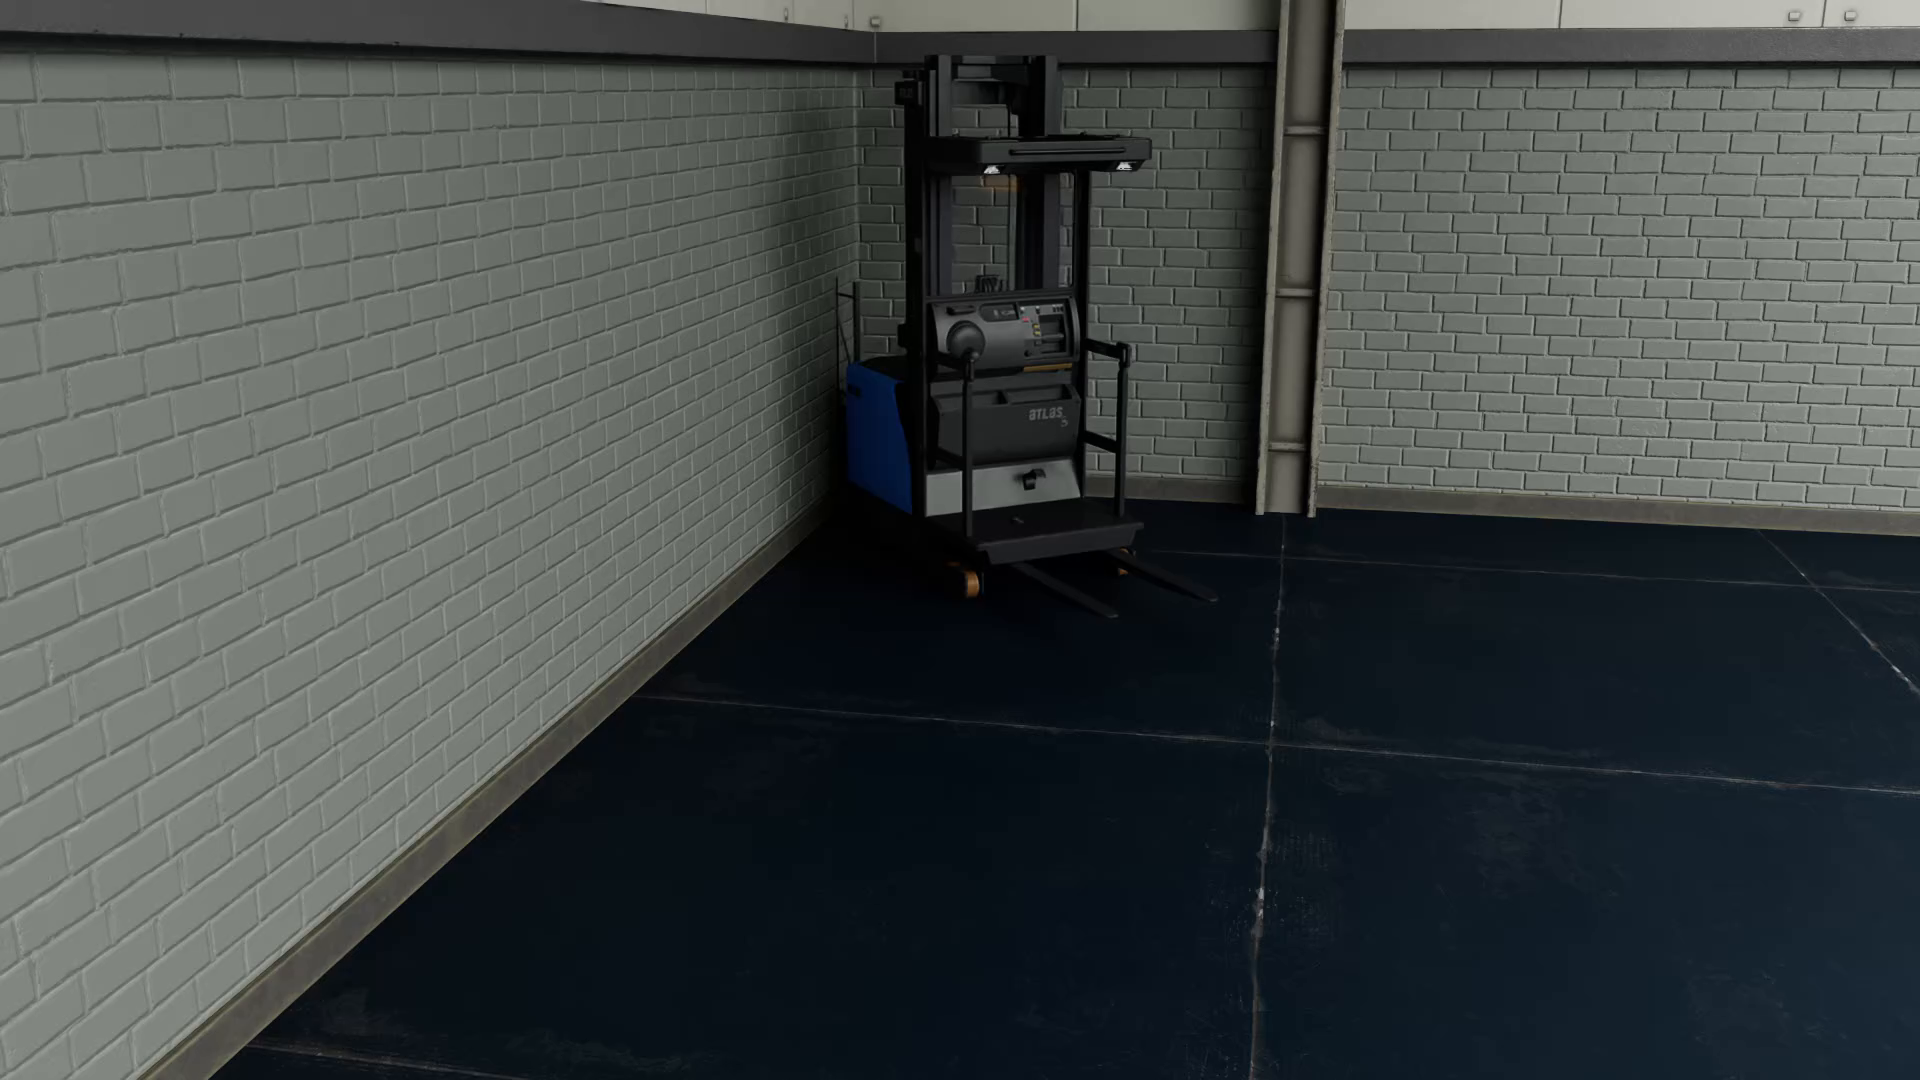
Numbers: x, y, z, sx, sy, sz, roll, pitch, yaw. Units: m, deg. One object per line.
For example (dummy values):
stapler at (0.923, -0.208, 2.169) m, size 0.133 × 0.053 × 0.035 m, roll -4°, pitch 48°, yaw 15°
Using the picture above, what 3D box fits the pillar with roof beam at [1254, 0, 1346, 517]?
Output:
pillar with roof beam at (1.336, -3.412, 5.951) m, size 0.400 × 9.000 × 9.100 m, roll 3°, pitch 16°, yaw 11°

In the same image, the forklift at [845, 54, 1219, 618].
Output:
forklift at (0.365, -1.216, 9.390) m, size 1.130 × 2.935 × 3.031 m, roll -8°, pitch 17°, yaw -25°

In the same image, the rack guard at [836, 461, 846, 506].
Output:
rack guard at (-0.736, -0.358, 11.141) m, size 0.087 × 0.250 × 0.587 m, roll -5°, pitch 14°, yaw -21°

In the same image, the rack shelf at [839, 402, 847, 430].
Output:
rack shelf at (-0.280, -0.830, 11.222) m, size 1.000 × 0.185 × 0.538 m, roll -5°, pitch 14°, yaw -21°

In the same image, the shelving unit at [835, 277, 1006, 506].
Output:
shelving unit at (-0.271, -1.006, 11.186) m, size 1.083 × 1.500 × 0.587 m, roll -5°, pitch 14°, yaw -21°

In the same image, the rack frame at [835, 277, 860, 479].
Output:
rack frame at (-0.751, -0.966, 10.997) m, size 0.032 × 1.500 × 0.500 m, roll -5°, pitch 14°, yaw -21°

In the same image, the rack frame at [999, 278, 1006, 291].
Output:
rack frame at (0.193, -1.044, 11.367) m, size 0.032 × 1.500 × 0.500 m, roll -5°, pitch 14°, yaw -21°
